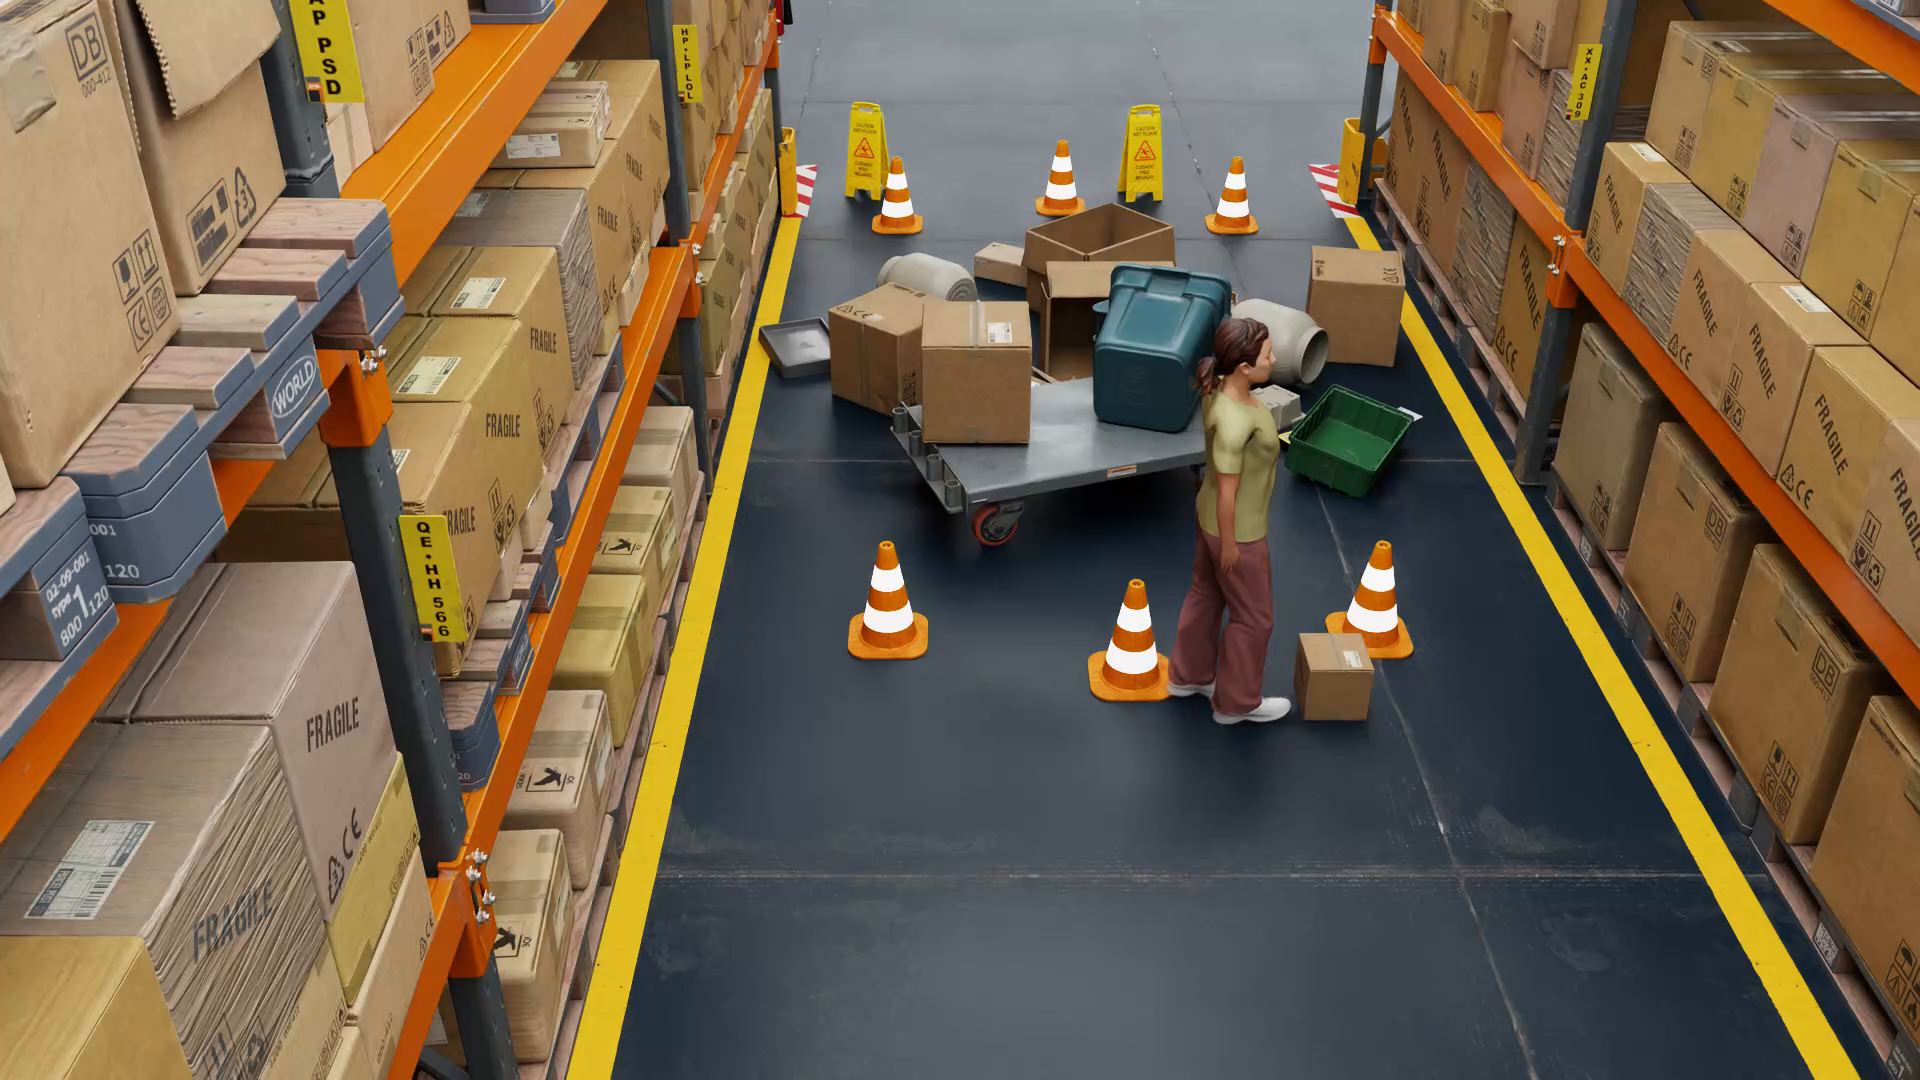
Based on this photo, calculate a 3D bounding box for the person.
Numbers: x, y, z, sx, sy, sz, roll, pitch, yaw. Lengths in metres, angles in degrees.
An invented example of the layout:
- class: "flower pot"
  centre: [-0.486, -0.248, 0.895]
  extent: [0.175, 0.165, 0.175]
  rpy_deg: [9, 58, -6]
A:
- class: "person"
  centre: [1.069, -0.058, 6.243]
  extent: [0.471, 1.667, 0.441]
  rpy_deg: [0, 32, 0]
